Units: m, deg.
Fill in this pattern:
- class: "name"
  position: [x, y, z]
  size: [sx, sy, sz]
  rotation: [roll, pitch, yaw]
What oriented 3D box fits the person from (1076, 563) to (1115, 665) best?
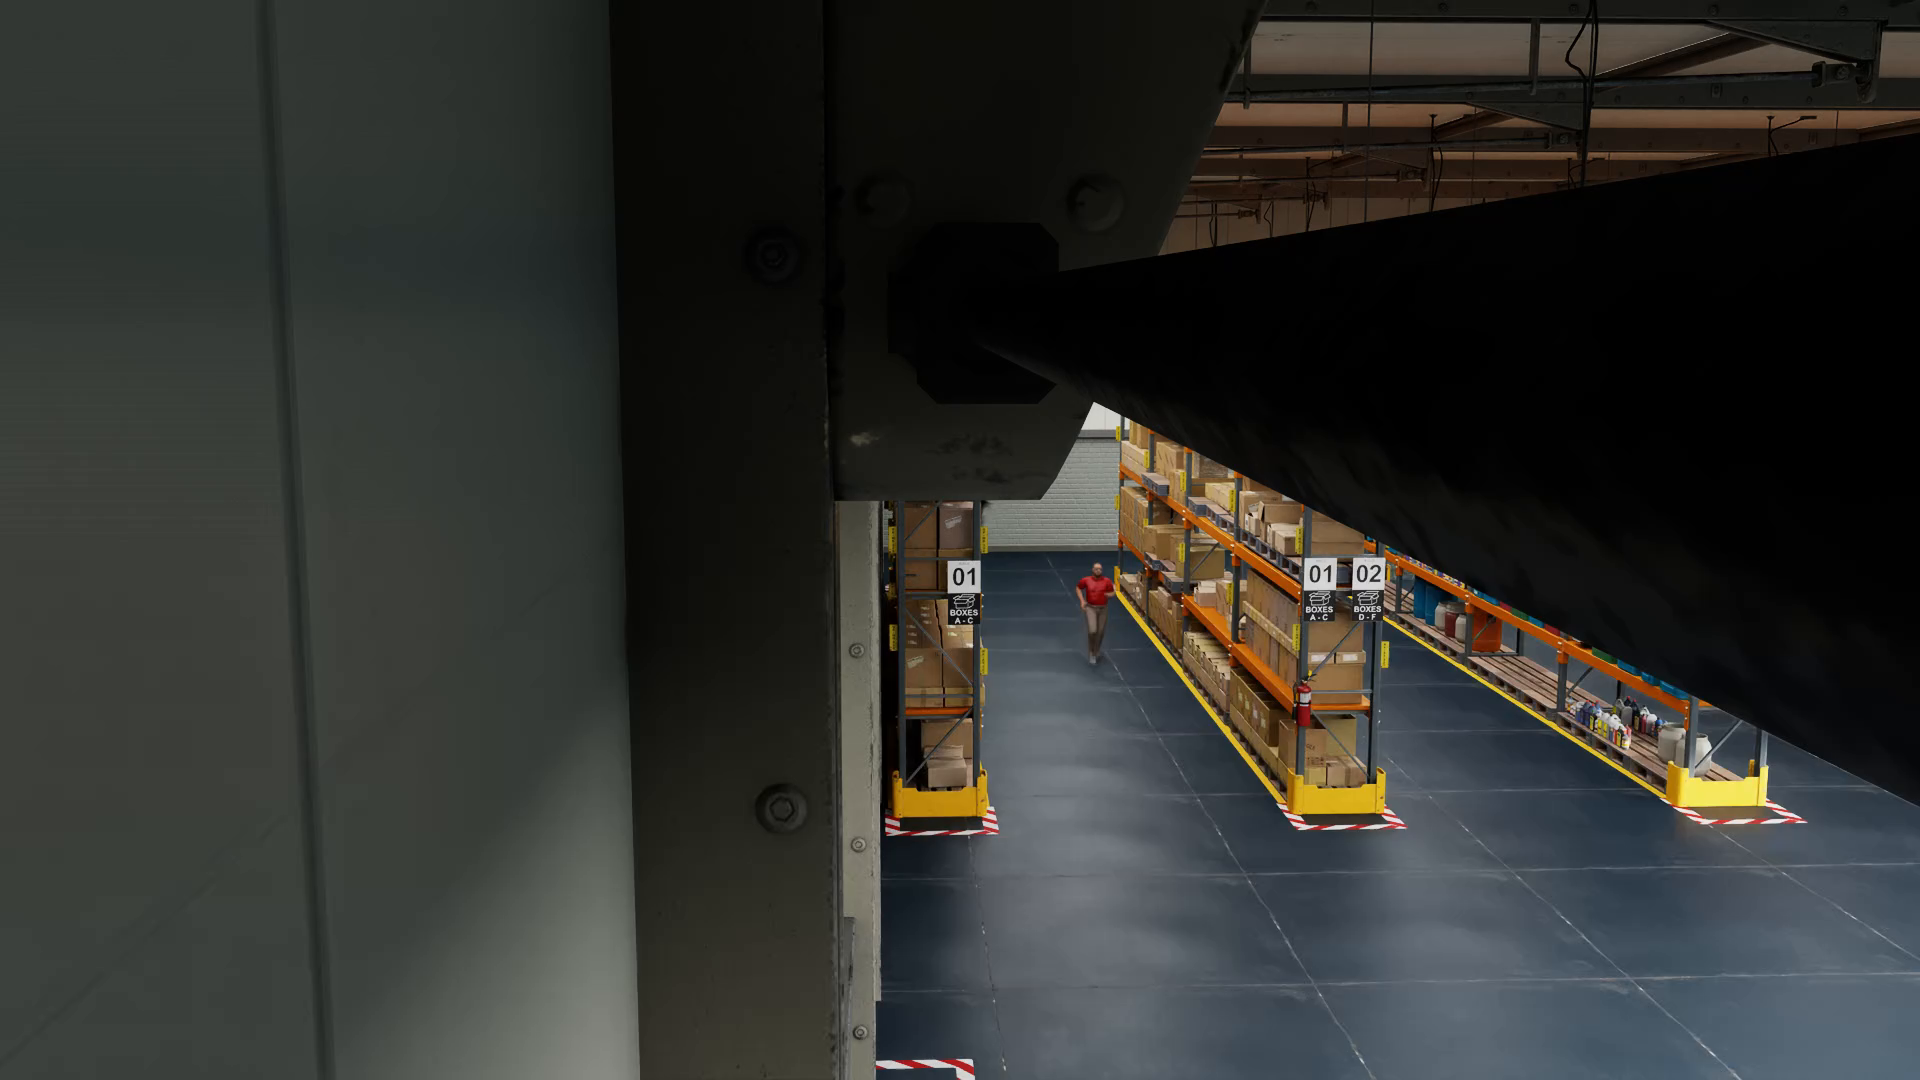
- class: "person"
  position: [2.401, 1.295, 29.244]
  size: [0.641, 1.802, 0.745]
  rotation: [-1, 8, -8]
